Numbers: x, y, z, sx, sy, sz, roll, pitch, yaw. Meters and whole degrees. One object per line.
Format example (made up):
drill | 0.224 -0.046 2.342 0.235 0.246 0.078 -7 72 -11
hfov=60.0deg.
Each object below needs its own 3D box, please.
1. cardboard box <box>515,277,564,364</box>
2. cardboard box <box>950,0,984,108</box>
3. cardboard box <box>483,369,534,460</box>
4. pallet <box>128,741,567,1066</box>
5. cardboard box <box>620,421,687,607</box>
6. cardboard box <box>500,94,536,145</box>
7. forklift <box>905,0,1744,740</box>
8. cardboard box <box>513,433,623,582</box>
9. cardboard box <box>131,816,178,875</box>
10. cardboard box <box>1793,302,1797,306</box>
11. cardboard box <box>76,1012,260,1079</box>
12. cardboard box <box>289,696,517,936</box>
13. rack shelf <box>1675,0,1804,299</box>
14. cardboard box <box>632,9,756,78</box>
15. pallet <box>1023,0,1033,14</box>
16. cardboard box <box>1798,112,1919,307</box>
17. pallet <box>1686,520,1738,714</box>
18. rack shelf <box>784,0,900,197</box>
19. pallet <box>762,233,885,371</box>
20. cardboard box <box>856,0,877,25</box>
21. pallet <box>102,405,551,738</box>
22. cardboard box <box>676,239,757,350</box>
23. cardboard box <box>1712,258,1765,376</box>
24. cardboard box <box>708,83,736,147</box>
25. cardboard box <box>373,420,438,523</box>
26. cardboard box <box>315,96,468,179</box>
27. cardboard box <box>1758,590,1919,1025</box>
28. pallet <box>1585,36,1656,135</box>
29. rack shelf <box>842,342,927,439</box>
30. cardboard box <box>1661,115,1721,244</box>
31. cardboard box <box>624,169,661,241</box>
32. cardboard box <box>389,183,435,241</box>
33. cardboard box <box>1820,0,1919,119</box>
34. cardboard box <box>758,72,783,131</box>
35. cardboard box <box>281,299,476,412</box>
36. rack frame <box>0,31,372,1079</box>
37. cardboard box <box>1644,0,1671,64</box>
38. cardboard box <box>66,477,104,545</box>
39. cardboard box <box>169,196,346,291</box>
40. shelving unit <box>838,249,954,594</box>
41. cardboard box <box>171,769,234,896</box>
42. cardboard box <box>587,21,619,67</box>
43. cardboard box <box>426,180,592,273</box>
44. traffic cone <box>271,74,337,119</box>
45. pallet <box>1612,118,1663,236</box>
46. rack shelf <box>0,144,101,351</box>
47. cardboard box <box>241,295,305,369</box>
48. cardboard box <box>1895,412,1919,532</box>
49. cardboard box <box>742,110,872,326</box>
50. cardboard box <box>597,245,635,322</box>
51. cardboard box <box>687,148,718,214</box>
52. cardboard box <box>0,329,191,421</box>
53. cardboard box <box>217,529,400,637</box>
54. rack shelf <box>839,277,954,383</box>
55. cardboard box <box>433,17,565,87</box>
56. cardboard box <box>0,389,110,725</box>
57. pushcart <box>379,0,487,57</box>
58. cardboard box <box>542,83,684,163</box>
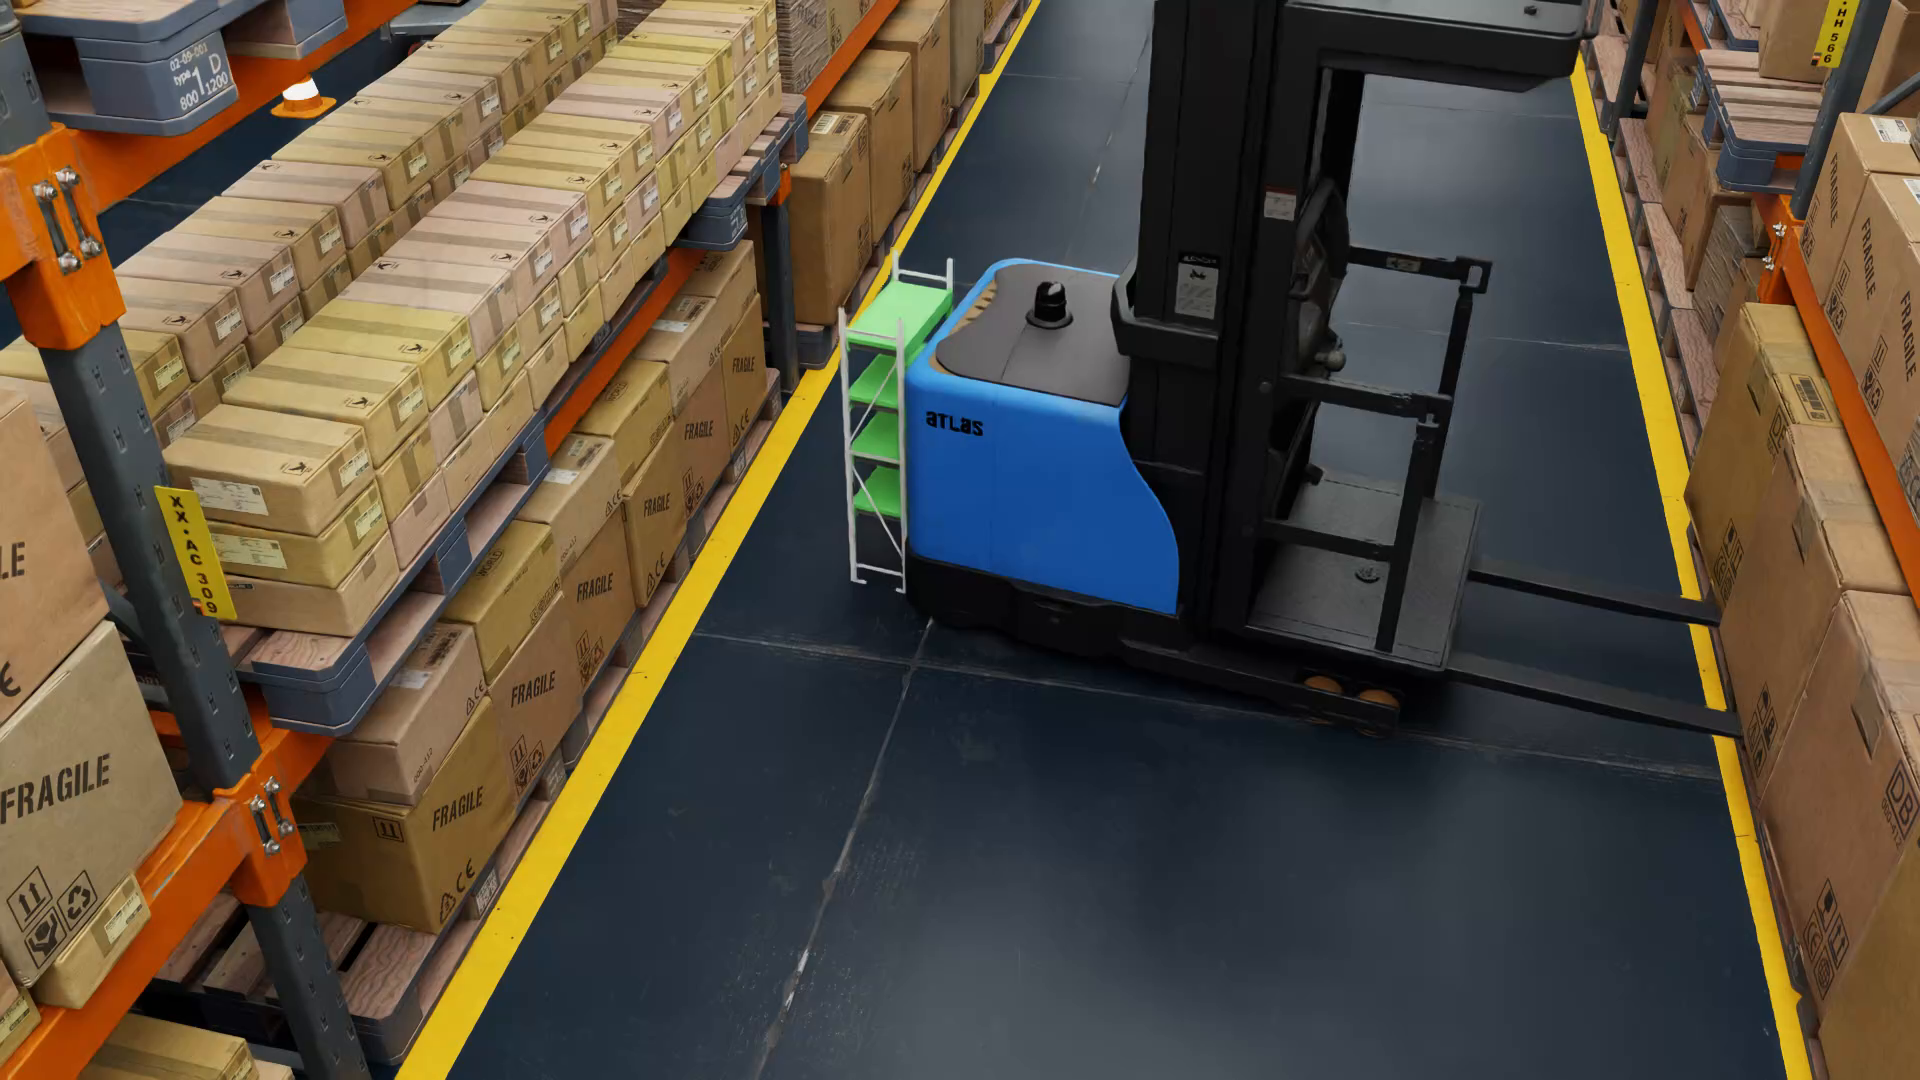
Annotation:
cardboard box | -1.351 -0.641 4.682 0.380 0.149 0.250 9 37 12
cardboard box | -0.439 -3.162 10.116 1.050 0.750 0.750 7 37 10
cardboard box | -1.404 -0.366 4.556 0.380 0.149 0.250 8 37 10
pallet | -1.938 0.999 5.192 1.003 0.211 1.213 7 37 10
cardboard box | -1.345 -0.122 6.135 0.500 0.500 0.500 6 36 8
cardboard box | -1.711 -1.460 5.811 0.380 0.149 0.250 7 37 10
forklift | 1.364 -0.854 5.430 3.031 2.935 1.130 13 38 17
cardboard box | -1.462 -0.133 5.511 0.500 0.250 0.500 9 37 12
cardboard box | -1.935 0.611 3.565 0.380 0.149 0.250 7 37 9
cardboard box | 3.689 -1.155 6.903 0.500 0.250 0.500 9 37 12
cardboard box | -1.925 1.296 3.970 0.380 0.149 0.250 8 37 11
cardboard box | -1.686 0.768 4.906 0.500 0.500 0.500 9 37 12
rack shelf | 4.003 -2.152 7.777 1.077 0.370 4.000 7 37 10
cardboard box | -0.961 -1.804 6.032 0.380 0.149 0.250 7 36 9
pallet | 0.103 -4.269 12.460 1.003 0.211 1.213 7 37 10
cardboard box | 3.206 -1.093 5.617 0.500 0.500 0.500 8 37 11
pallet | 3.333 0.275 6.191 1.003 0.211 1.213 7 37 10
rack shelf | -0.821 -2.832 8.715 1.077 0.370 4.000 7 37 10
pallet | -1.006 -1.290 8.350 1.003 0.211 1.213 7 37 10
cardboard box | -0.675 -2.822 8.002 0.500 0.500 0.500 7 37 10
pallet | -1.798 -0.026 4.393 1.003 0.211 1.213 7 37 10
cardboard box | -1.138 -1.013 6.725 0.500 0.250 0.500 6 36 9
cardboard box | 3.699 -0.850 7.122 0.700 0.500 0.500 5 36 8
cardboard box | -1.018 -1.521 5.895 0.380 0.149 0.250 8 37 11
cardboard box | -1.516 -0.189 4.058 0.380 0.149 0.250 7 36 9
cardboard box | -1.816 -1.292 5.325 0.380 0.149 0.250 8 37 11
cardboard box | 3.028 0.805 4.537 1.225 0.875 0.875 6 36 8
pallet | 4.539 -2.851 10.503 1.003 0.211 1.213 7 37 10
rack shelf | -0.227 -0.580 6.228 0.258 0.148 0.480 12 38 16
cardboard box | 4.038 -1.815 8.454 0.700 0.500 0.500 4 36 6
cardboard box | -1.183 -1.085 5.294 0.380 0.149 0.250 8 37 11
cardboard box | -1.875 -1.020 5.204 0.380 0.149 0.250 9 37 12
cardboard box | 3.652 -1.822 6.265 0.500 0.500 0.500 3 36 4
cardboard box | -0.905 -1.705 6.402 0.380 0.149 0.250 8 37 11
cardboard box | -1.458 -0.468 4.189 0.380 0.149 0.250 8 37 10
rack frame | -2.103 0.316 3.757 1.000 3.000 0.127 7 37 10
cardboard box | 4.669 -3.302 10.522 0.500 0.500 0.500 19 40 24
cardboard box | -2.211 -0.125 3.969 0.380 0.149 0.250 8 37 11
cardboard box | -1.982 -0.840 4.703 0.380 0.149 0.250 6 36 8
shelving unit | -0.227 -0.437 6.331 0.258 1.200 0.503 12 38 16
cardboard box | -2.191 0.703 4.997 0.500 0.500 0.500 7 36 9
cardboard box | -1.548 -1.914 6.437 0.380 0.149 0.250 9 37 12
cardboard box | -1.294 -0.902 4.788 0.380 0.149 0.250 9 37 12
traffic cone | -4.149 -2.919 10.383 0.336 0.463 0.334 7 37 10
pallet | 4.265 -2.015 9.350 1.003 0.211 1.213 7 37 10
rack shelf | -2.530 0.540 1.506 1.077 0.370 4.000 7 37 10
cardboard box | -2.046 -0.576 4.591 0.380 0.149 0.250 6 36 8
cardboard box | 2.883 -0.217 4.408 0.500 0.500 0.500 7 37 10
cardboard box | -1.031 -1.574 7.924 1.050 0.750 0.750 7 36 9
cardboard box | -1.239 -0.813 5.172 0.380 0.149 0.250 6 36 8
cardboard box | -1.071 -1.273 5.806 0.380 0.149 0.250 7 36 9
cardboard box | -2.151 -0.402 4.097 0.380 0.149 0.250 6 36 9
cardboard box | -1.569 0.080 3.940 0.380 0.149 0.250 6 36 8
rack shelf | -0.227 -0.774 6.087 0.258 0.148 0.480 12 38 16
cardboard box | -1.648 -1.751 5.959 0.380 0.149 0.250 7 37 10
cardboard box | -1.939 0.054 2.929 0.500 0.500 0.500 6 36 8
pushcart | -3.013 -3.514 11.276 1.648 0.377 0.936 -5 36 -6
cardboard box | -1.128 -1.363 5.423 0.380 0.149 0.250 7 37 10
